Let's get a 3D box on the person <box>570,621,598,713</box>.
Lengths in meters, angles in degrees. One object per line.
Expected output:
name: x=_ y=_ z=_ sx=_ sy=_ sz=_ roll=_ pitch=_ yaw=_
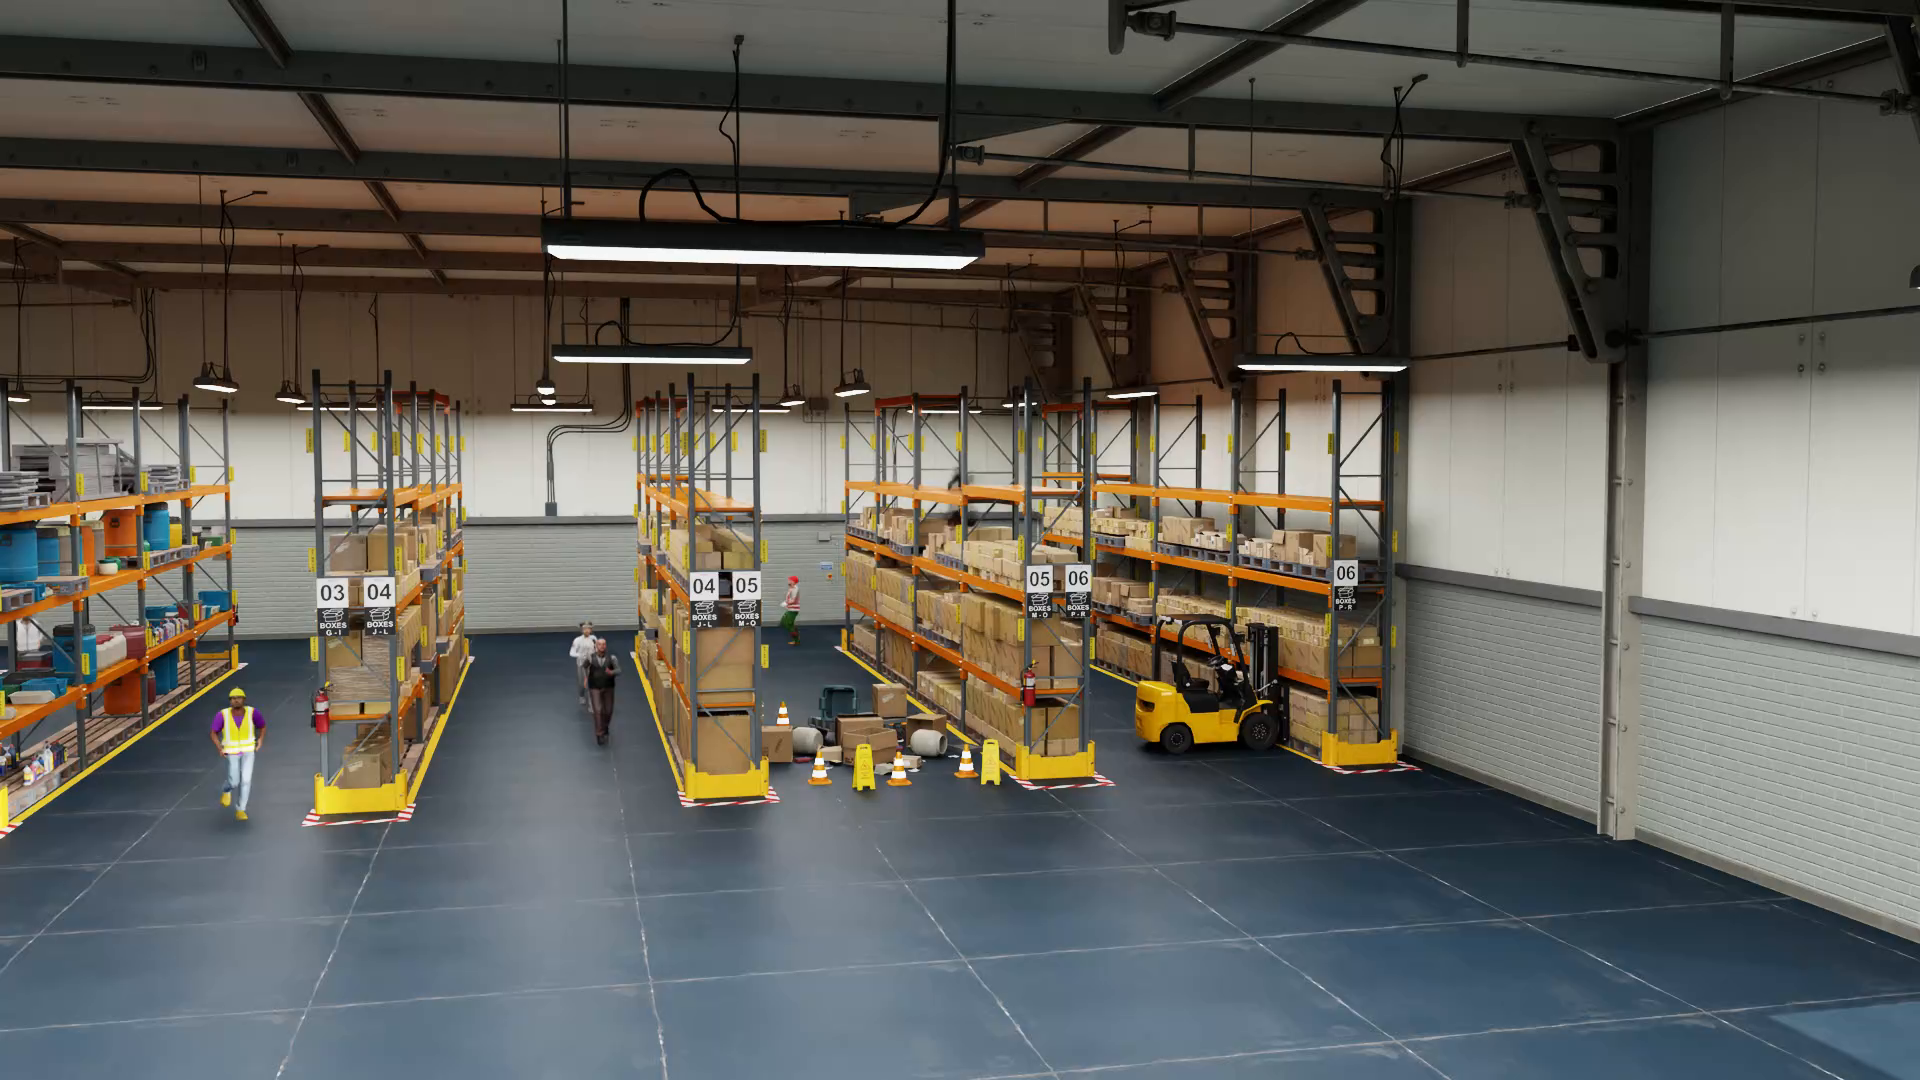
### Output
person: x=-6.937 y=2.336 z=30.950 sx=0.617 sy=1.667 sz=0.958 roll=-1 pitch=4 yaw=-22

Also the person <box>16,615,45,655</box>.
person: x=-18.798 y=2.206 z=33.530 sx=0.661 sy=1.744 sz=0.733 roll=-2 pitch=4 yaw=-31

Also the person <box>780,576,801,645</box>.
person: x=-4.215 y=1.745 z=41.382 sx=0.549 sy=1.730 sz=0.707 roll=-1 pitch=3 yaw=-10

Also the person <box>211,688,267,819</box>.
person: x=-9.708 y=2.852 z=22.396 sx=0.683 sy=1.741 sz=0.662 roll=-2 pitch=4 yaw=-28

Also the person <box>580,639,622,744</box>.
person: x=-6.009 y=2.508 z=27.897 sx=0.656 sy=1.707 sz=0.969 roll=-1 pitch=3 yaw=-19
